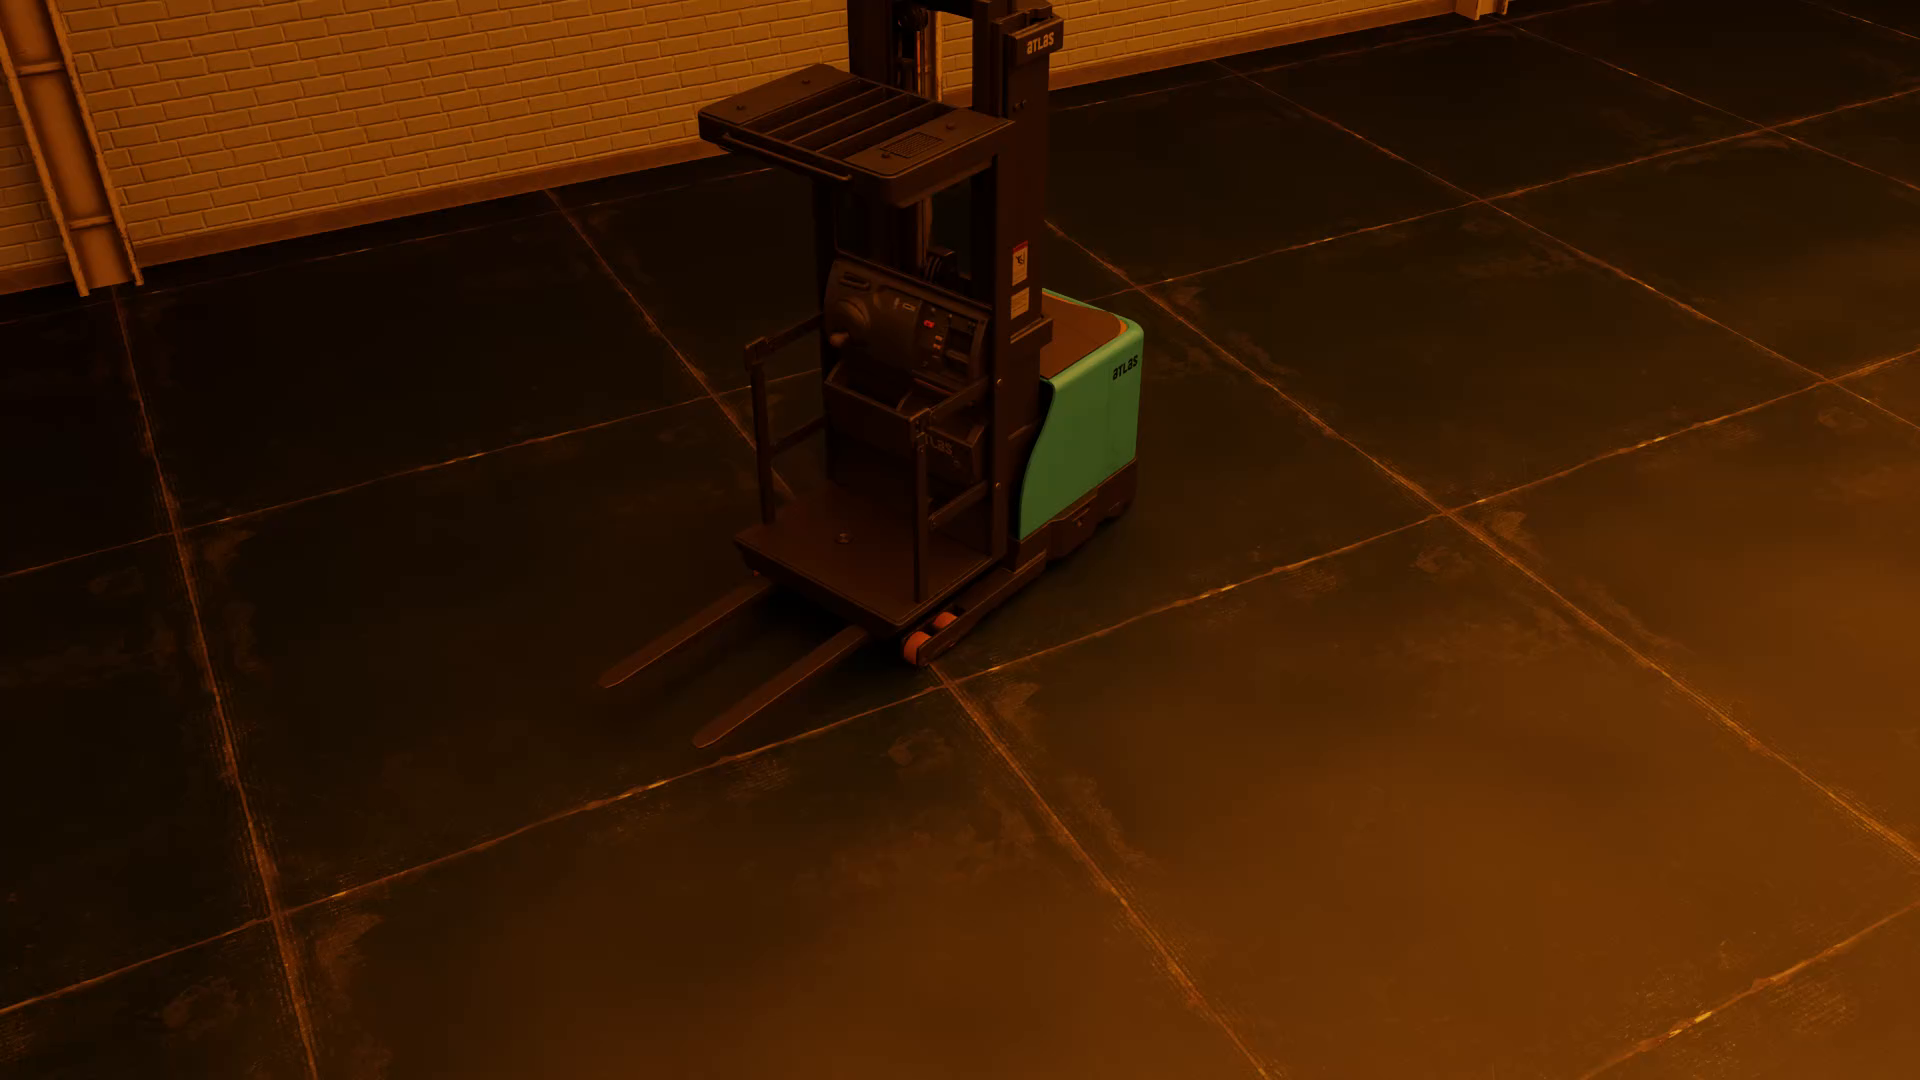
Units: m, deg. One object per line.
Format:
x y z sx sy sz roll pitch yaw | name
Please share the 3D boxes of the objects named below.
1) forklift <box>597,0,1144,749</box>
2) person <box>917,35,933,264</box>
-0.390 -0.927 7.434 1.130 2.935 3.031 26 43 31 | forklift
-0.307 -2.464 10.731 0.410 1.641 0.607 -9 36 -13 | person
